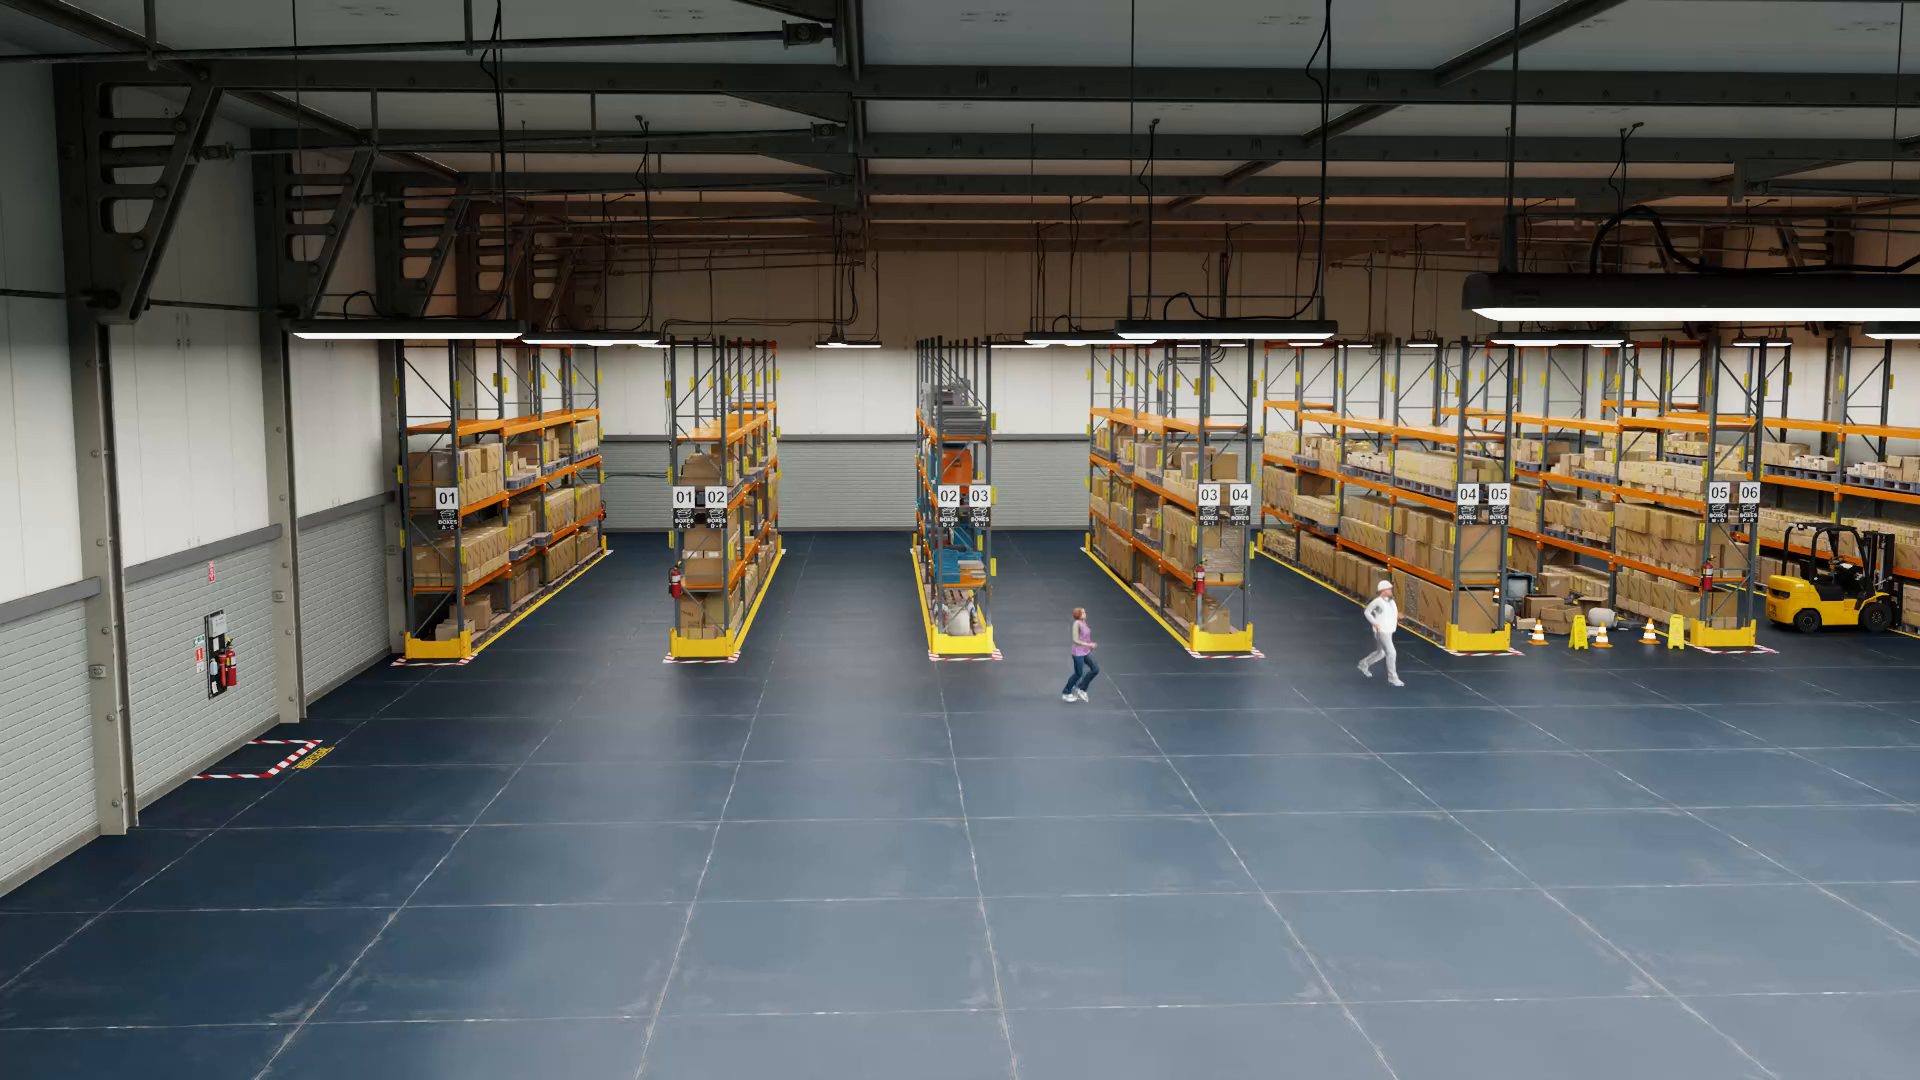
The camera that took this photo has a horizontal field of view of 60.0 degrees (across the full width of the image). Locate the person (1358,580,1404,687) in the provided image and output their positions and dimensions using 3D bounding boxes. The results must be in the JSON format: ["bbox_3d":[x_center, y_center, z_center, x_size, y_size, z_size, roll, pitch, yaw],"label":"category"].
[{"bbox_3d":[7.309,1.583,28.723,0.896,1.794,0.644,5,8,39],"label":"person"}]

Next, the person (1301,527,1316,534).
[{"bbox_3d":[10.286,-0.617,49.013,0.609,1.572,0.676,5,8,35],"label":"person"}]

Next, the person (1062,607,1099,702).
[{"bbox_3d":[1.976,1.862,27.137,0.629,1.578,0.545,3,7,27],"label":"person"}]

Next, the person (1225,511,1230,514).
[{"bbox_3d":[7.361,-0.558,48.011,0.683,1.693,0.788,-6,9,-44],"label":"person"}]
